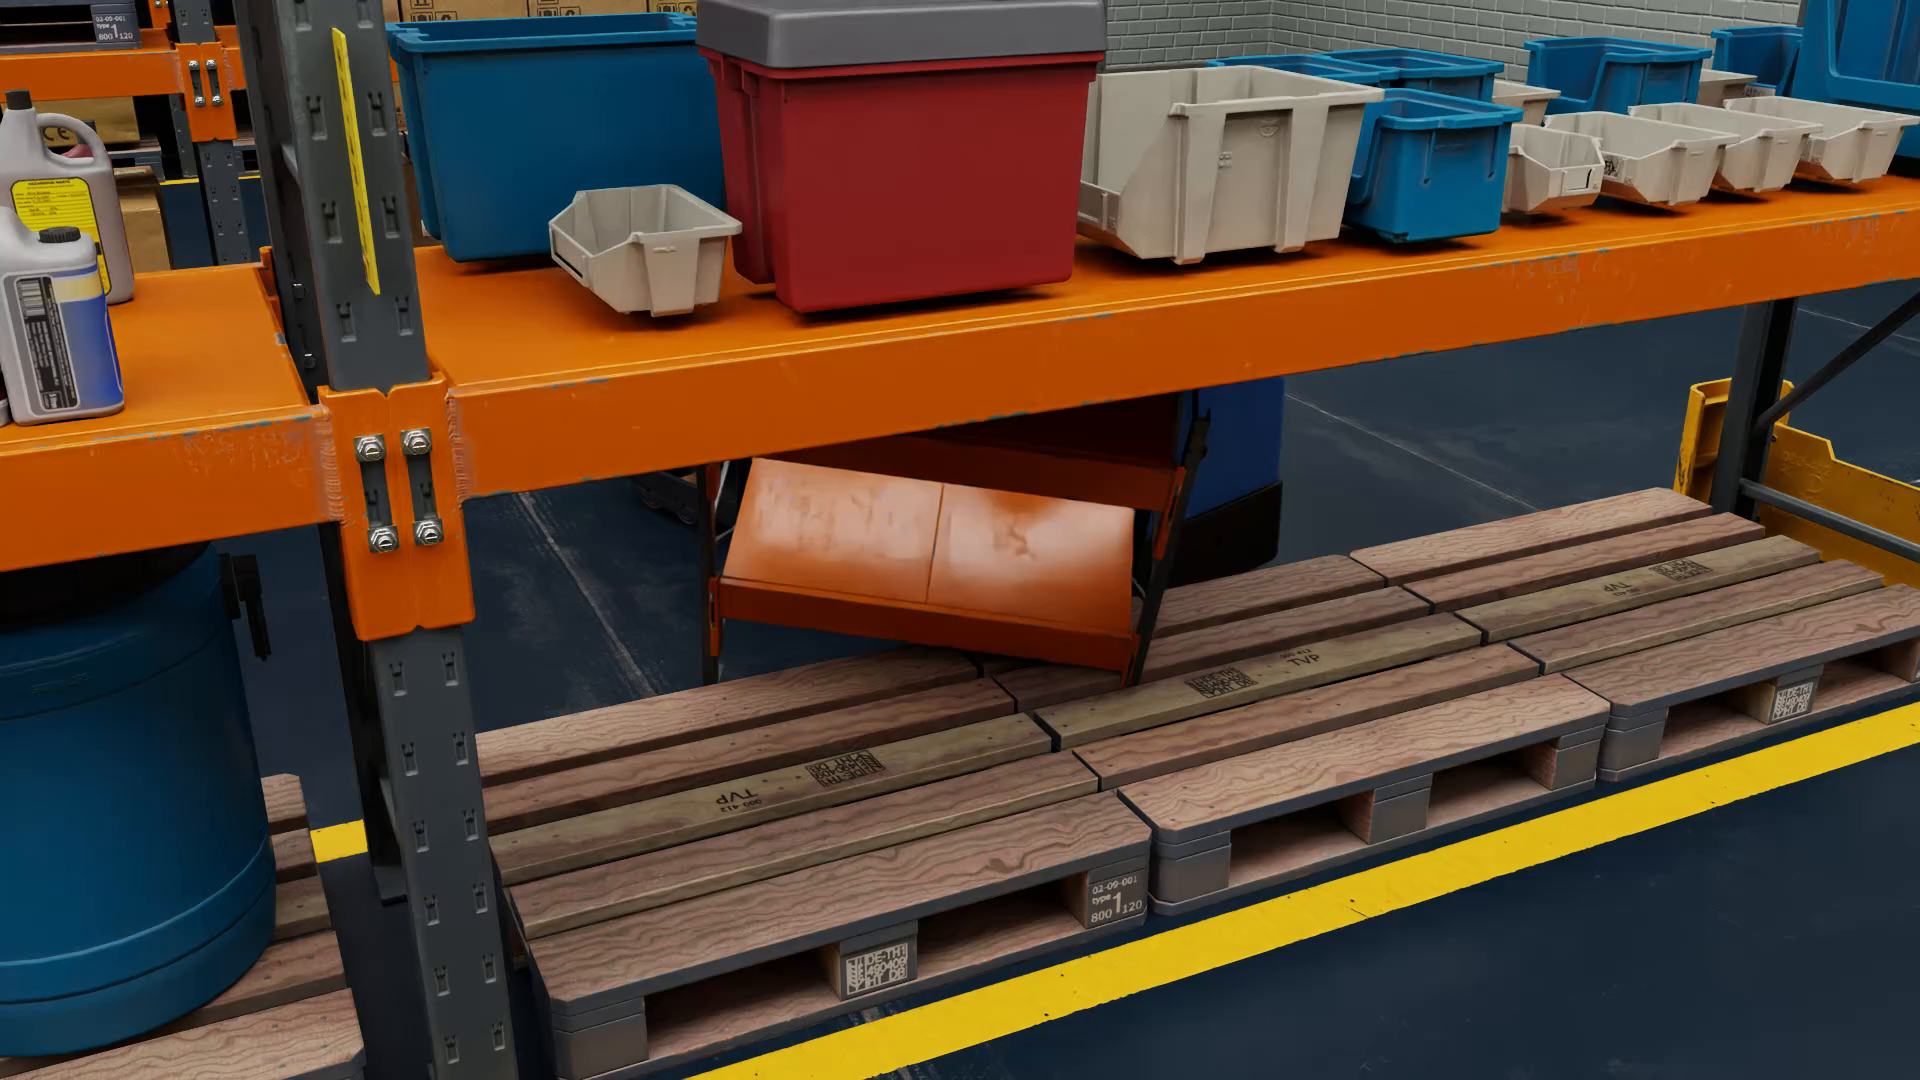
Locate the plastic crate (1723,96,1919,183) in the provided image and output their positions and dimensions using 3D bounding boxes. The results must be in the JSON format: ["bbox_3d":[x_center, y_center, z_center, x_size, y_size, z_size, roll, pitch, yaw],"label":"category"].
[{"bbox_3d":[1.936,-0.918,3.811,0.243,0.136,0.396,-10,25,-24],"label":"plastic crate"}]

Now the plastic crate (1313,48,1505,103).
[{"bbox_3d":[1.040,-1.014,3.918,0.300,0.233,0.416,-10,25,-24],"label":"plastic crate"}]

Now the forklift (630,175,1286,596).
[{"bbox_3d":[-0.444,-1.526,5.104,1.130,2.935,3.031,-21,30,-41],"label":"forklift"}]

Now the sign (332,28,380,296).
[{"bbox_3d":[-0.775,-0.484,2.135,0.005,0.325,0.100,-10,25,-24],"label":"sign"}]

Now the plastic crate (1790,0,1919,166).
[{"bbox_3d":[2.371,-1.133,3.942,0.499,0.435,0.616,-10,25,-24],"label":"plastic crate"}]

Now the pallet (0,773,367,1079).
[{"bbox_3d":[-1.726,0.856,2.906,1.213,0.211,1.003,-10,25,-24],"label":"pallet"}]

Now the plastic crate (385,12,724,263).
[{"bbox_3d":[-0.740,-0.761,3.109,0.575,0.384,0.392,-10,25,-24],"label":"plastic crate"}]

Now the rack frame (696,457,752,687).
[{"bbox_3d":[-0.549,-0.169,3.903,0.032,1.125,0.500,8,46,0],"label":"rack frame"}]

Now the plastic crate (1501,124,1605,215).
[{"bbox_3d":[1.169,-0.764,3.441,0.250,0.136,0.298,-10,25,-24],"label":"plastic crate"}]

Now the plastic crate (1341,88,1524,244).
[{"bbox_3d":[0.853,-0.731,3.234,0.300,0.233,0.416,-10,25,-24],"label":"plastic crate"}]

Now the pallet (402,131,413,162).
[{"bbox_3d":[-3.489,-2.975,12.160,1.213,0.211,1.003,-10,25,-24],"label":"pallet"}]

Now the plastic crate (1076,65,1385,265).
[{"bbox_3d":[0.444,-0.709,3.116,0.530,0.282,0.437,-10,25,-24],"label":"plastic crate"}]

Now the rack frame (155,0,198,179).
[{"bbox_3d":[-5.309,-3.960,10.895,0.127,3.000,1.000,-10,25,-24],"label":"rack frame"}]

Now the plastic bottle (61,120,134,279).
[{"bbox_3d":[-1.528,-0.578,2.877,0.133,0.283,0.061,-10,25,-24],"label":"plastic bottle"}]

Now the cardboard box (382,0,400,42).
[{"bbox_3d":[-2.580,-2.290,6.730,0.500,0.500,0.500,-10,24,-22],"label":"cardboard box"}]

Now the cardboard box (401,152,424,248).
[{"bbox_3d":[-2.767,-1.494,7.631,0.500,0.500,0.500,-10,25,-24],"label":"cardboard box"}]

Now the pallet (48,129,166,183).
[{"bbox_3d":[-5.972,-2.518,11.056,1.213,0.211,1.003,-10,25,-24],"label":"pallet"}]

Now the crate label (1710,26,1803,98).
[{"bbox_3d":[2.227,-1.232,4.445,0.303,0.233,0.416,-10,25,-24],"label":"crate label"}]

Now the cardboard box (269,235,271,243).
[{"bbox_3d":[-2.685,-1.210,7.190,0.500,0.311,0.500,-10,25,-24],"label":"cardboard box"}]

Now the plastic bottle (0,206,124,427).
[{"bbox_3d":[-1.227,-0.312,2.243,0.135,0.276,0.152,-10,25,-24],"label":"plastic bottle"}]

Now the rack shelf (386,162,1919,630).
[{"bbox_3d":[0.790,-0.545,3.586,4.000,0.370,1.077,-10,25,-24],"label":"rack shelf"}]

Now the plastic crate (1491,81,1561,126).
[{"bbox_3d":[1.291,-1.051,4.132,0.298,0.136,0.250,-10,25,-24],"label":"plastic crate"}]

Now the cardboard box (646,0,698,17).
[{"bbox_3d":[-1.210,-2.543,7.342,0.500,0.500,0.500,-11,25,-24],"label":"cardboard box"}]

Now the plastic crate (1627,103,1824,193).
[{"bbox_3d":[1.668,-0.874,3.707,0.243,0.136,0.396,-10,25,-24],"label":"plastic crate"}]

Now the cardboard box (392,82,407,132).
[{"bbox_3d":[-4.137,-3.170,11.705,0.500,0.500,0.700,-11,25,-24],"label":"cardboard box"}]

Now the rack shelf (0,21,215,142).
[{"bbox_3d":[-4.959,-1.589,6.108,4.000,0.370,1.077,-10,25,-24],"label":"rack shelf"}]

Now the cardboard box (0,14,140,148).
[{"bbox_3d":[-5.838,-3.008,10.857,0.750,0.750,0.750,-10,25,-23],"label":"cardboard box"}]

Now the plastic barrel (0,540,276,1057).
[{"bbox_3d":[-1.510,0.314,2.764,0.708,0.901,0.600,-10,25,-24],"label":"plastic barrel"}]

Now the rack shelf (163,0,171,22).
[{"bbox_3d":[-3.507,-3.959,11.834,4.000,0.370,1.077,-10,25,-24],"label":"rack shelf"}]

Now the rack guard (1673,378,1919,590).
[{"bbox_3d":[2.608,-0.063,4.748,0.348,0.500,1.175,-10,25,-24],"label":"rack guard"}]

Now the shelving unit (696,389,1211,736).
[{"bbox_3d":[-0.045,-0.101,3.904,1.048,1.125,0.538,8,46,0],"label":"shelving unit"}]

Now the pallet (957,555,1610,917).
[{"bbox_3d":[0.734,0.403,4.000,1.213,0.211,1.003,-10,25,-24],"label":"pallet"}]

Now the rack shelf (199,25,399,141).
[{"bbox_3d":[-1.355,-2.253,7.711,4.000,0.370,1.077,-10,25,-24],"label":"rack shelf"}]

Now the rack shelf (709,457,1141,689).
[{"bbox_3d":[-0.067,0.066,4.081,1.000,0.278,0.538,8,46,0],"label":"rack shelf"}]

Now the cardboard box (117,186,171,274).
[{"bbox_3d":[-3.478,-1.121,6.730,0.500,0.500,0.500,-11,25,-24],"label":"cardboard box"}]

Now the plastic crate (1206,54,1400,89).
[{"bbox_3d":[0.770,-0.964,3.797,0.300,0.233,0.416,-10,25,-24],"label":"plastic crate"}]

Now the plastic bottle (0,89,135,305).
[{"bbox_3d":[-1.506,-0.570,2.769,0.185,0.351,0.144,-10,25,-24],"label":"plastic bottle"}]

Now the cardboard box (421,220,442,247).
[{"bbox_3d":[-2.455,-1.415,7.898,0.250,0.149,0.380,-10,25,-24],"label":"cardboard box"}]

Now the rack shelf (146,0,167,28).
[{"bbox_3d":[-7.111,-3.296,10.231,4.000,0.370,1.077,-10,25,-24],"label":"rack shelf"}]

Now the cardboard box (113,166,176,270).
[{"bbox_3d":[-3.699,-1.306,7.175,0.500,0.500,0.500,-12,25,-26],"label":"cardboard box"}]

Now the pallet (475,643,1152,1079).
[{"bbox_3d":[-0.367,0.607,3.507,1.213,0.211,1.003,-10,25,-24],"label":"pallet"}]

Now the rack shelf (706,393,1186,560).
[{"bbox_3d":[-0.018,-0.301,3.692,1.000,0.278,0.538,8,46,0],"label":"rack shelf"}]

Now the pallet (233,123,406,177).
[{"bbox_3d":[-4.590,-2.771,11.668,1.213,0.211,1.003,-10,25,-24],"label":"pallet"}]

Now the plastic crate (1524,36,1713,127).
[{"bbox_3d":[1.634,-1.123,4.182,0.300,0.233,0.416,-10,25,-24],"label":"plastic crate"}]

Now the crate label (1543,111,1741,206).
[{"bbox_3d":[1.428,-0.820,3.575,0.243,0.136,0.396,-10,25,-24],"label":"crate label"}]

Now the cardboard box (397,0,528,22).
[{"bbox_3d":[-2.120,-2.376,6.938,0.500,0.500,0.500,-10,24,-23],"label":"cardboard box"}]

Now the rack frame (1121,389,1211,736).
[{"bbox_3d":[0.459,-0.034,3.904,0.032,1.125,0.500,8,46,0],"label":"rack frame"}]

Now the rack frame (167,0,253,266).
[{"bbox_3d":[-3.157,-2.254,6.772,0.127,3.000,1.000,-10,25,-24],"label":"rack frame"}]

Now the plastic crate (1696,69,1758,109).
[{"bbox_3d":[1.902,-1.163,4.404,0.298,0.136,0.250,-10,25,-24],"label":"plastic crate"}]

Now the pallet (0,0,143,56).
[{"bbox_3d":[-3.925,-2.070,6.579,1.213,0.211,1.003,-10,25,-24],"label":"pallet"}]

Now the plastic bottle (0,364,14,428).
[{"bbox_3d":[-1.320,-0.249,2.188,0.097,0.201,0.097,0,22,0],"label":"plastic bottle"}]

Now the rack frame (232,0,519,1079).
[{"bbox_3d":[-1.012,-0.546,2.647,0.127,3.000,1.000,-10,25,-24],"label":"rack frame"}]

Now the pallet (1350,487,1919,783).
[{"bbox_3d":[1.832,0.203,4.485,1.213,0.211,1.003,-10,25,-24],"label":"pallet"}]

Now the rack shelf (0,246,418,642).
[{"bbox_3d":[-2.814,0.118,1.983,4.000,0.370,1.077,-10,25,-24],"label":"rack shelf"}]

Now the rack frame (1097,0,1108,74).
[{"bbox_3d":[0.447,-2.917,8.375,0.127,3.000,1.000,-10,25,-24],"label":"rack frame"}]

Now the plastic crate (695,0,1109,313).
[{"bbox_3d":[-0.099,-0.665,2.772,0.583,0.464,0.402,-10,25,-24],"label":"plastic crate"}]

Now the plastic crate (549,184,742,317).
[{"bbox_3d":[-0.531,-0.480,2.753,0.243,0.136,0.396,-10,25,-24],"label":"plastic crate"}]

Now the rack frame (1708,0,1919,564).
[{"bbox_3d":[2.592,-1.209,4.250,0.127,3.000,1.000,-10,25,-24],"label":"rack frame"}]

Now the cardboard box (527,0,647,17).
[{"bbox_3d":[-1.668,-2.459,7.137,0.500,0.500,0.500,-11,25,-24],"label":"cardboard box"}]
